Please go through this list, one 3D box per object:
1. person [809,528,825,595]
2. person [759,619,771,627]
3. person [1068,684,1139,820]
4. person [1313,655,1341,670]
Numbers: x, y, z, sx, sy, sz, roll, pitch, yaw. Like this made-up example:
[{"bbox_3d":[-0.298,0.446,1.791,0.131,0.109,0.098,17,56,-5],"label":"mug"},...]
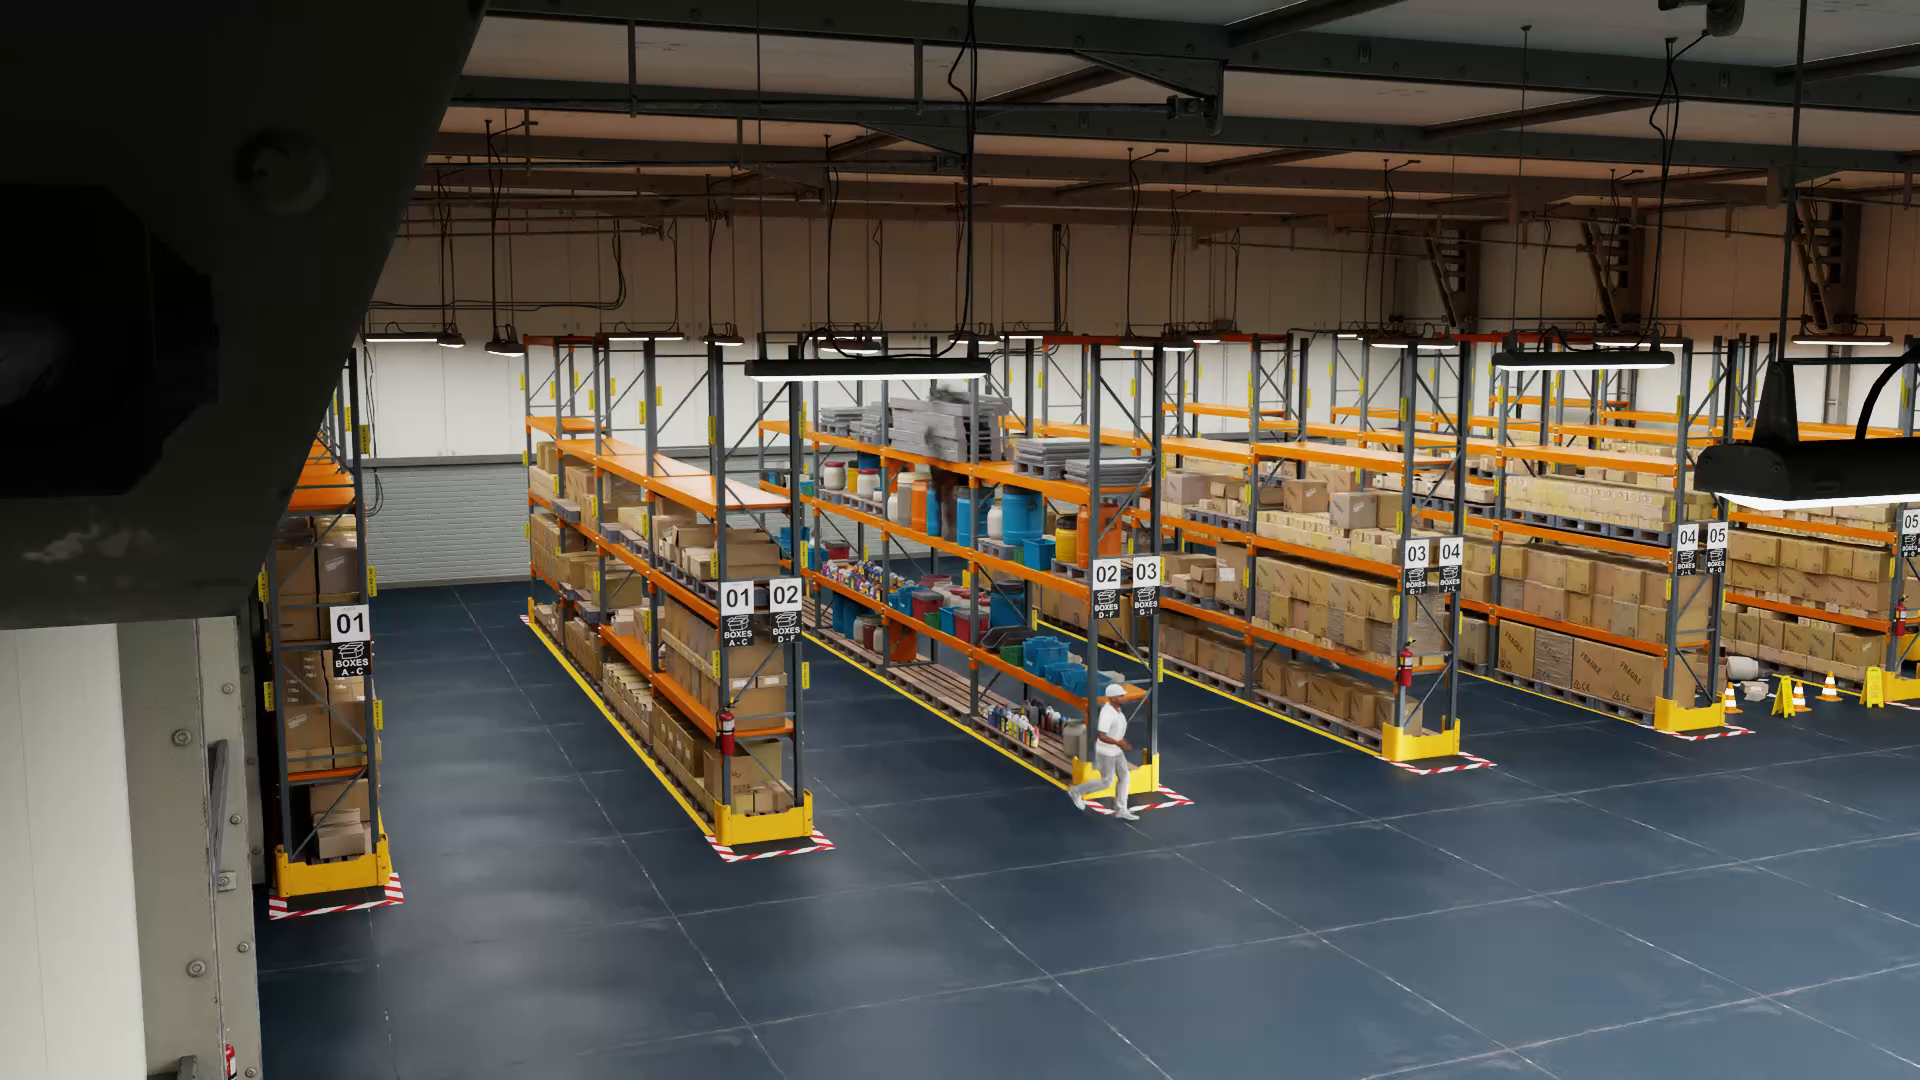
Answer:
[{"bbox_3d":[-3.334,0.486,38.048,0.505,1.637,0.611,1,8,4],"label":"person"},{"bbox_3d":[-3.834,1.235,32.282,0.665,1.694,0.782,-2,8,-15],"label":"person"},{"bbox_3d":[1.835,2.674,21.069,0.902,1.745,0.690,3,8,20],"label":"person"},{"bbox_3d":[6.741,1.458,30.273,0.682,1.752,0.605,-4,9,-29],"label":"person"}]
